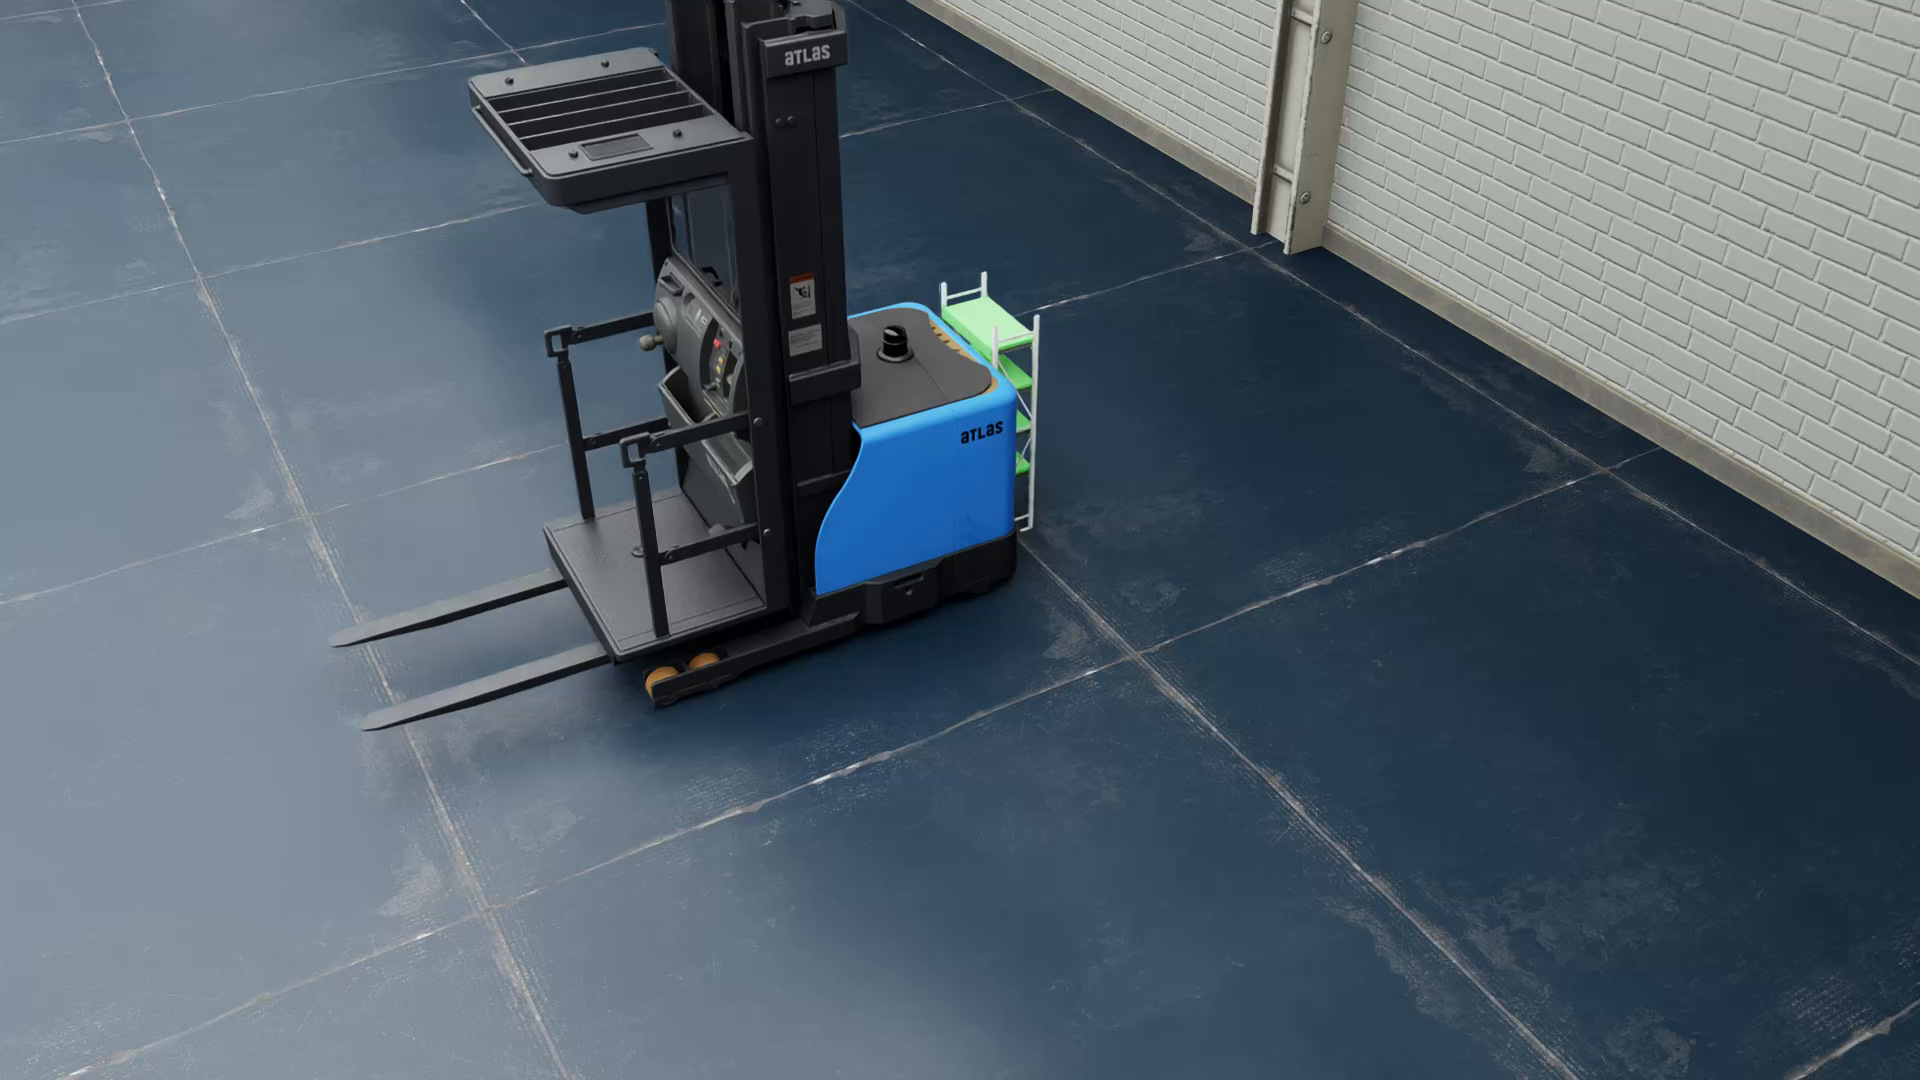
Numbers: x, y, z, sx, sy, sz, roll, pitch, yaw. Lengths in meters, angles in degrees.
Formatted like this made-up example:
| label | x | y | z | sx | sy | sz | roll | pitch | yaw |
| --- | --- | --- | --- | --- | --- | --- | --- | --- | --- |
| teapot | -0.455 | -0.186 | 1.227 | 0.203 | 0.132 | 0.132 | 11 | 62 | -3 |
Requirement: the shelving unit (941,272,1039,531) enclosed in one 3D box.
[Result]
| label | x | y | z | sx | sy | sz | roll | pitch | yaw |
| --- | --- | --- | --- | --- | --- | --- | --- | --- | --- |
| shelving unit | 0.138 | -0.639 | 8.107 | 0.258 | 1.200 | 0.503 | -18 | 40 | -23 |

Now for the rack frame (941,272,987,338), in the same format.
| label | x | y | z | sx | sy | sz | roll | pitch | yaw |
| --- | --- | --- | --- | --- | --- | --- | --- | --- | --- |
| rack frame | 0.020 | -0.765 | 8.280 | 0.240 | 1.200 | 0.015 | -18 | 40 | -23 |

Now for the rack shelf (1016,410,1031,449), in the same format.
| label | x | y | z | sx | sy | sz | roll | pitch | yaw |
| --- | --- | --- | --- | --- | --- | --- | --- | --- | --- |
| rack shelf | 0.138 | -0.587 | 8.145 | 0.258 | 0.148 | 0.480 | -18 | 40 | -23 |

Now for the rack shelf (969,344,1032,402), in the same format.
| label | x | y | z | sx | sy | sz | roll | pitch | yaw |
| --- | --- | --- | --- | --- | --- | --- | --- | --- | --- |
| rack shelf | 0.138 | -0.781 | 8.003 | 0.258 | 0.148 | 0.480 | -18 | 40 | -23 |

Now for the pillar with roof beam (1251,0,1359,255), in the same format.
| label | x | y | z | sx | sy | sz | roll | pitch | yaw |
| --- | --- | --- | --- | --- | --- | --- | --- | --- | --- |
| pillar with roof beam | -1.561 | -4.352 | 6.580 | 9.100 | 9.000 | 0.400 | -19 | 40 | -24 |

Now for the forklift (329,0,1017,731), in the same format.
| label | x | y | z | sx | sy | sz | roll | pitch | yaw |
| --- | --- | --- | --- | --- | --- | --- | --- | --- | --- |
| forklift | -1.274 | -0.821 | 6.890 | 3.031 | 2.935 | 1.130 | -18 | 40 | -23 |

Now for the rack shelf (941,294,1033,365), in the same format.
| label | x | y | z | sx | sy | sz | roll | pitch | yaw |
| --- | --- | --- | --- | --- | --- | --- | --- | --- | --- |
| rack shelf | 0.138 | -0.975 | 7.862 | 0.258 | 0.148 | 0.480 | -18 | 40 | -23 |

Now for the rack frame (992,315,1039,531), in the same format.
| label | x | y | z | sx | sy | sz | roll | pitch | yaw |
| --- | --- | --- | --- | --- | --- | --- | --- | --- | --- |
| rack frame | 0.256 | -0.513 | 7.935 | 0.240 | 1.200 | 0.015 | -18 | 40 | -23 |

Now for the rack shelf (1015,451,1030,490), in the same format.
| label | x | y | z | sx | sy | sz | roll | pitch | yaw |
| --- | --- | --- | --- | --- | --- | --- | --- | --- | --- |
| rack shelf | 0.138 | -0.393 | 8.286 | 0.258 | 0.148 | 0.480 | -18 | 40 | -23 |
